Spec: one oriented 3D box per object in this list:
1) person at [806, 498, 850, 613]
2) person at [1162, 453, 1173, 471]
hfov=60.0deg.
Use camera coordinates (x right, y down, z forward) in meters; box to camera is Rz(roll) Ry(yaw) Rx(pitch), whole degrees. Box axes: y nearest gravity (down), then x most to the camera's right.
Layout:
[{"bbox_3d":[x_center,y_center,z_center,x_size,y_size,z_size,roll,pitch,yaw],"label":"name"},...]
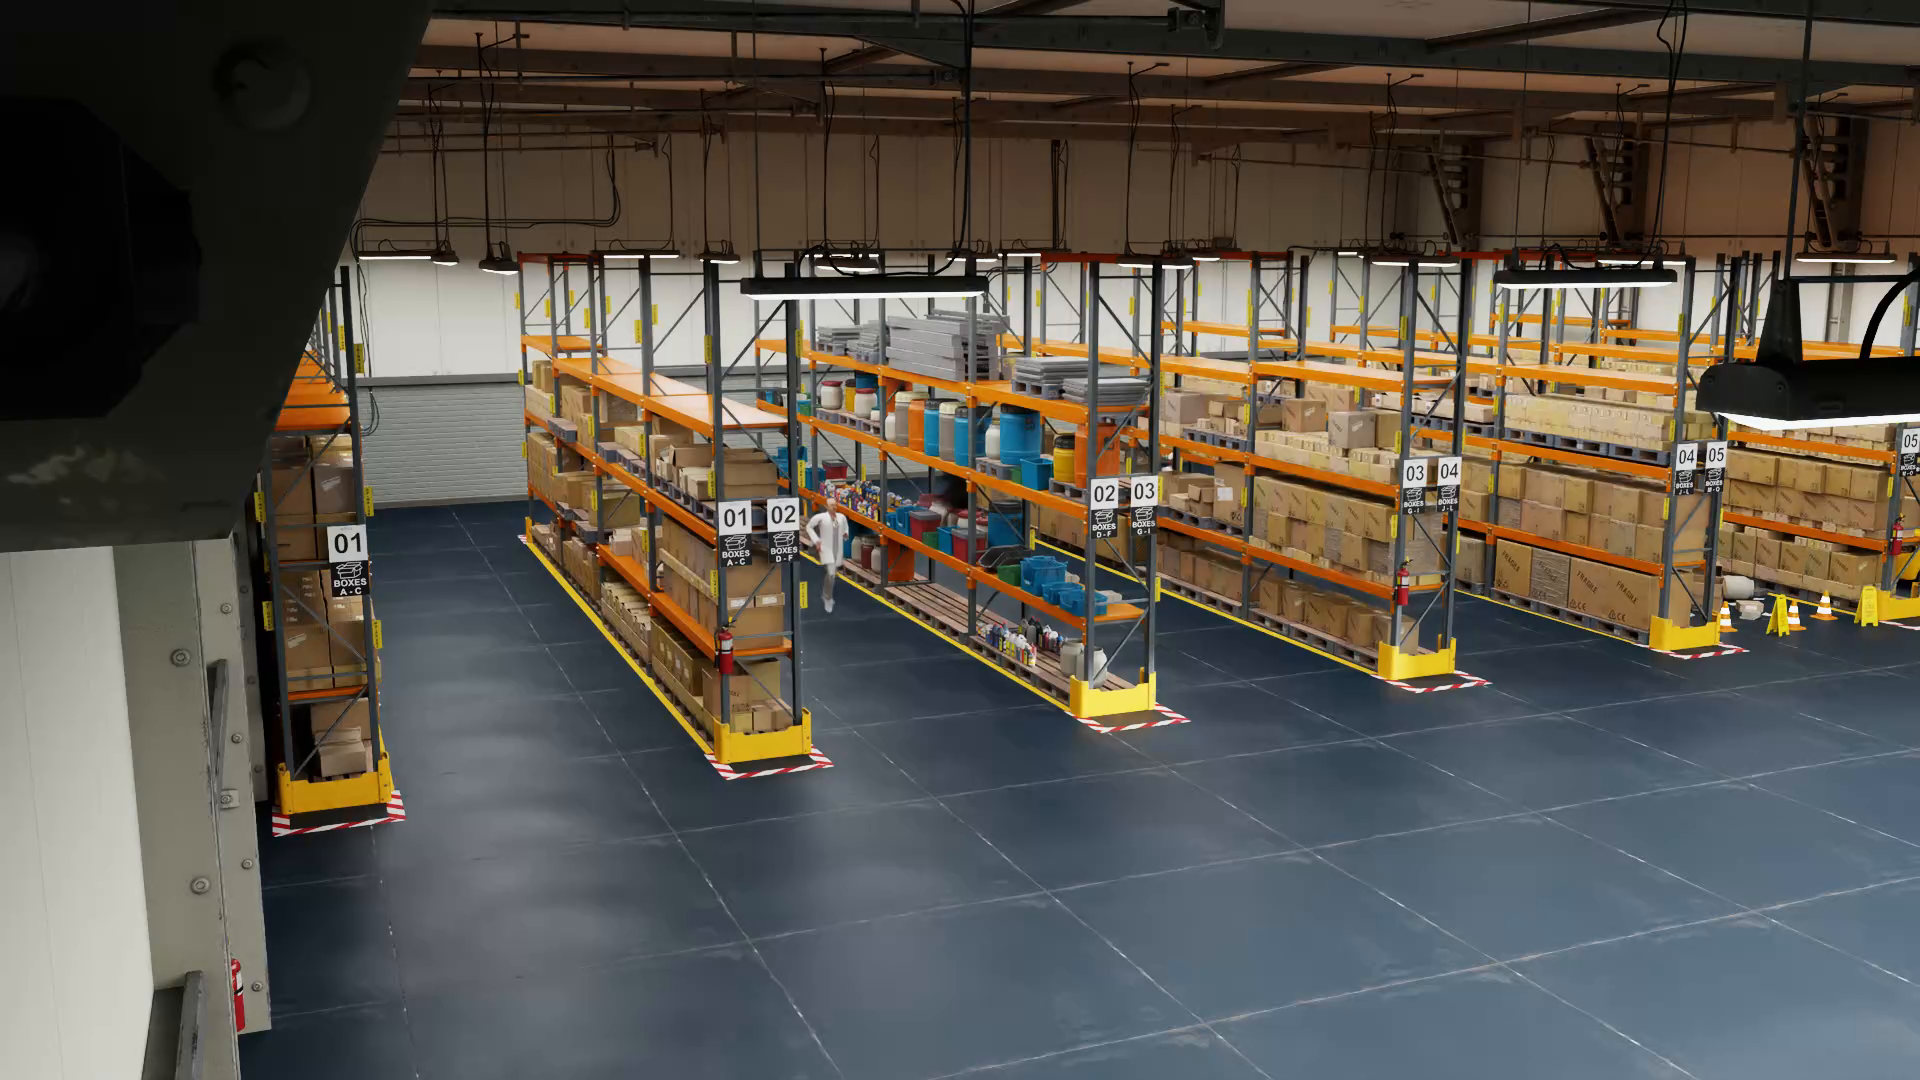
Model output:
[{"bbox_3d":[-2.107,0.283,27.342,0.679,1.798,0.785,-7,12,-33],"label":"person"},{"bbox_3d":[4.466,-0.966,35.350,0.610,1.805,0.889,-5,11,-25],"label":"person"}]
